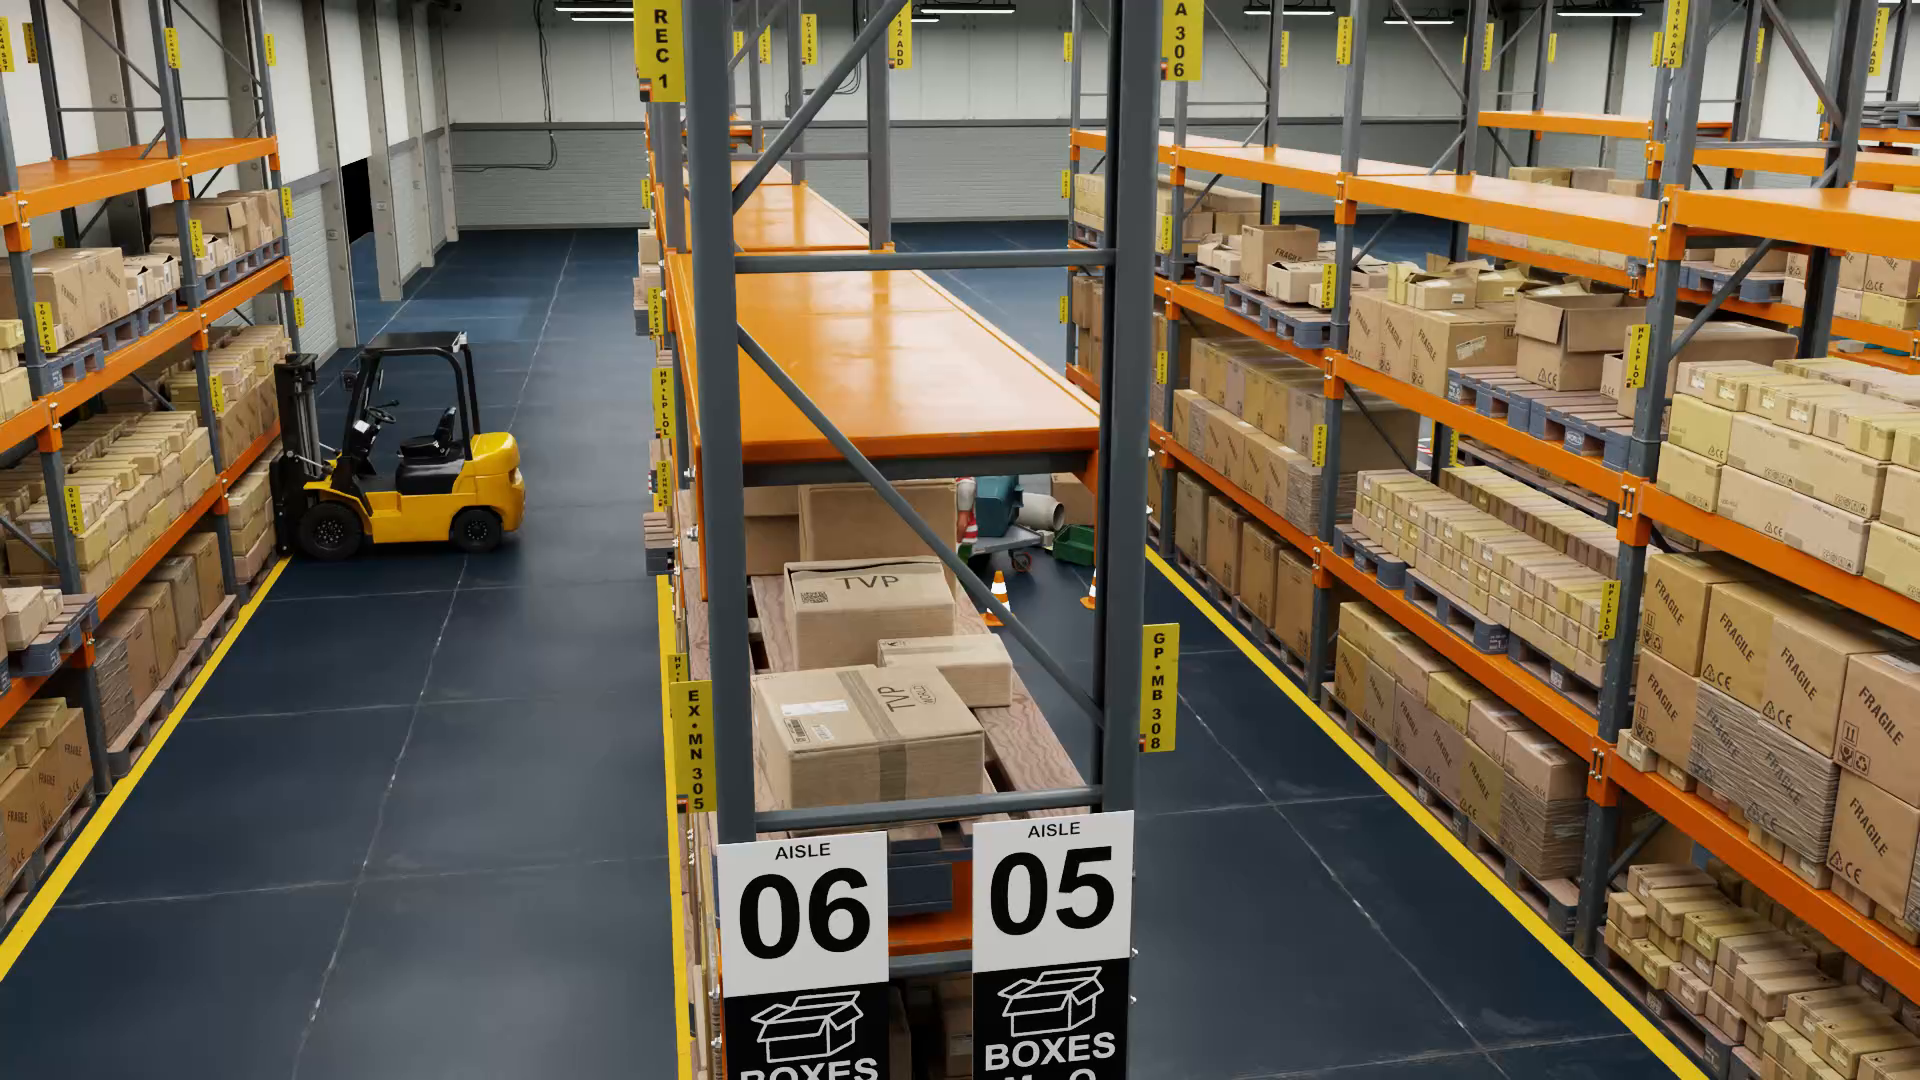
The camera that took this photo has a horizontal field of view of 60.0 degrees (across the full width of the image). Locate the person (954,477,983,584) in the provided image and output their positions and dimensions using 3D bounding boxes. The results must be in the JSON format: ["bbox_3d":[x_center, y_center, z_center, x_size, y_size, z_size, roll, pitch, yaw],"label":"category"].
[{"bbox_3d":[-0.062,0.053,14.475,0.516,1.698,0.554,-3,16,-9],"label":"person"}]
